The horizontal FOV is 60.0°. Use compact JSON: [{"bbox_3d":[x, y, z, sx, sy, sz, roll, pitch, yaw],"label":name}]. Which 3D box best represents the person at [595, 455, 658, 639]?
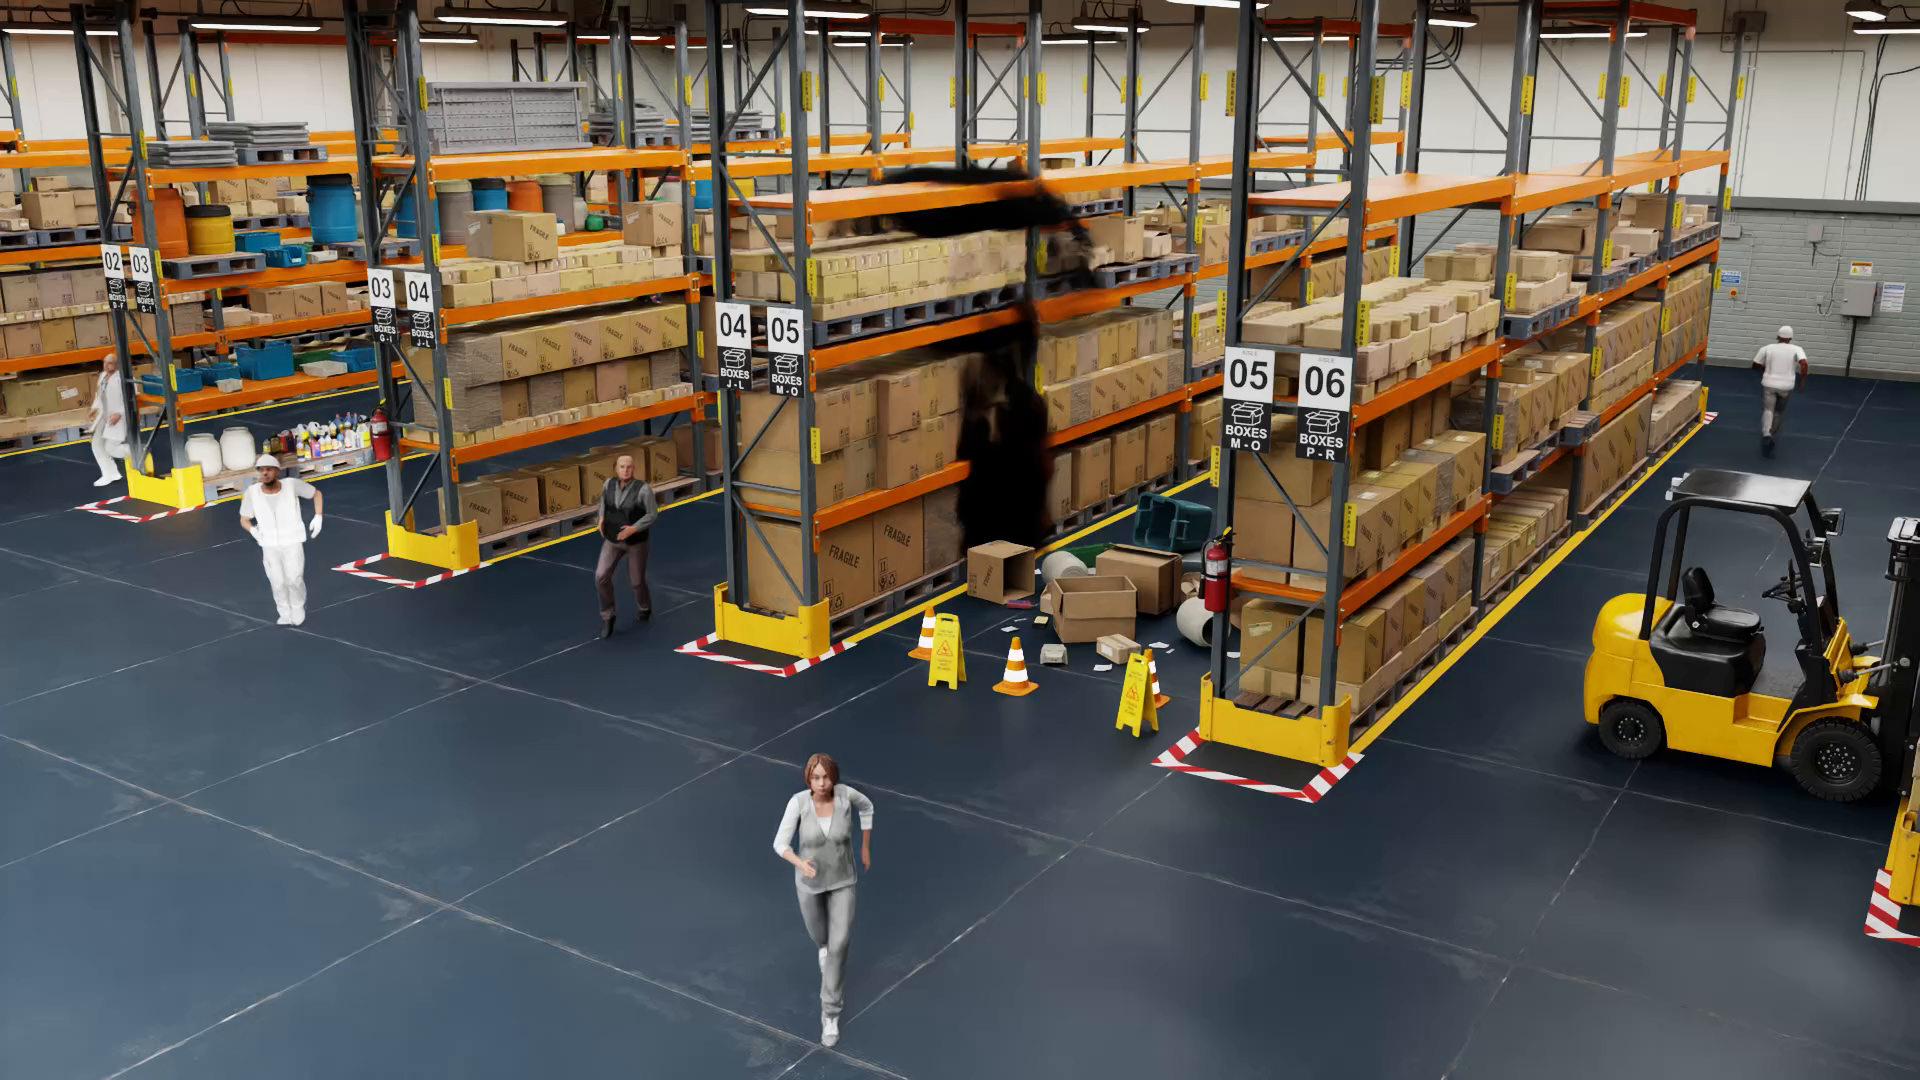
[{"bbox_3d":[-3.184,0.136,15.937,0.661,1.562,0.717,3,16,11],"label":"person"}]

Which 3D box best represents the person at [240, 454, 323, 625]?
[{"bbox_3d":[-6.430,0.031,15.798,0.705,1.731,0.805,-3,16,-10],"label":"person"}]

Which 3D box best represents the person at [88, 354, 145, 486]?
[{"bbox_3d":[-11.022,-1.590,21.796,0.759,1.740,0.699,8,17,25],"label":"person"}]

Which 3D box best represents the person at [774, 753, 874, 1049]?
[{"bbox_3d":[-0.754,1.933,9.354,0.569,1.641,0.826,-2,16,-6],"label":"person"}]

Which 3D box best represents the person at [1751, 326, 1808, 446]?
[{"bbox_3d":[11.649,-2.161,23.702,0.715,1.765,1.026,9,18,29],"label":"person"}]
